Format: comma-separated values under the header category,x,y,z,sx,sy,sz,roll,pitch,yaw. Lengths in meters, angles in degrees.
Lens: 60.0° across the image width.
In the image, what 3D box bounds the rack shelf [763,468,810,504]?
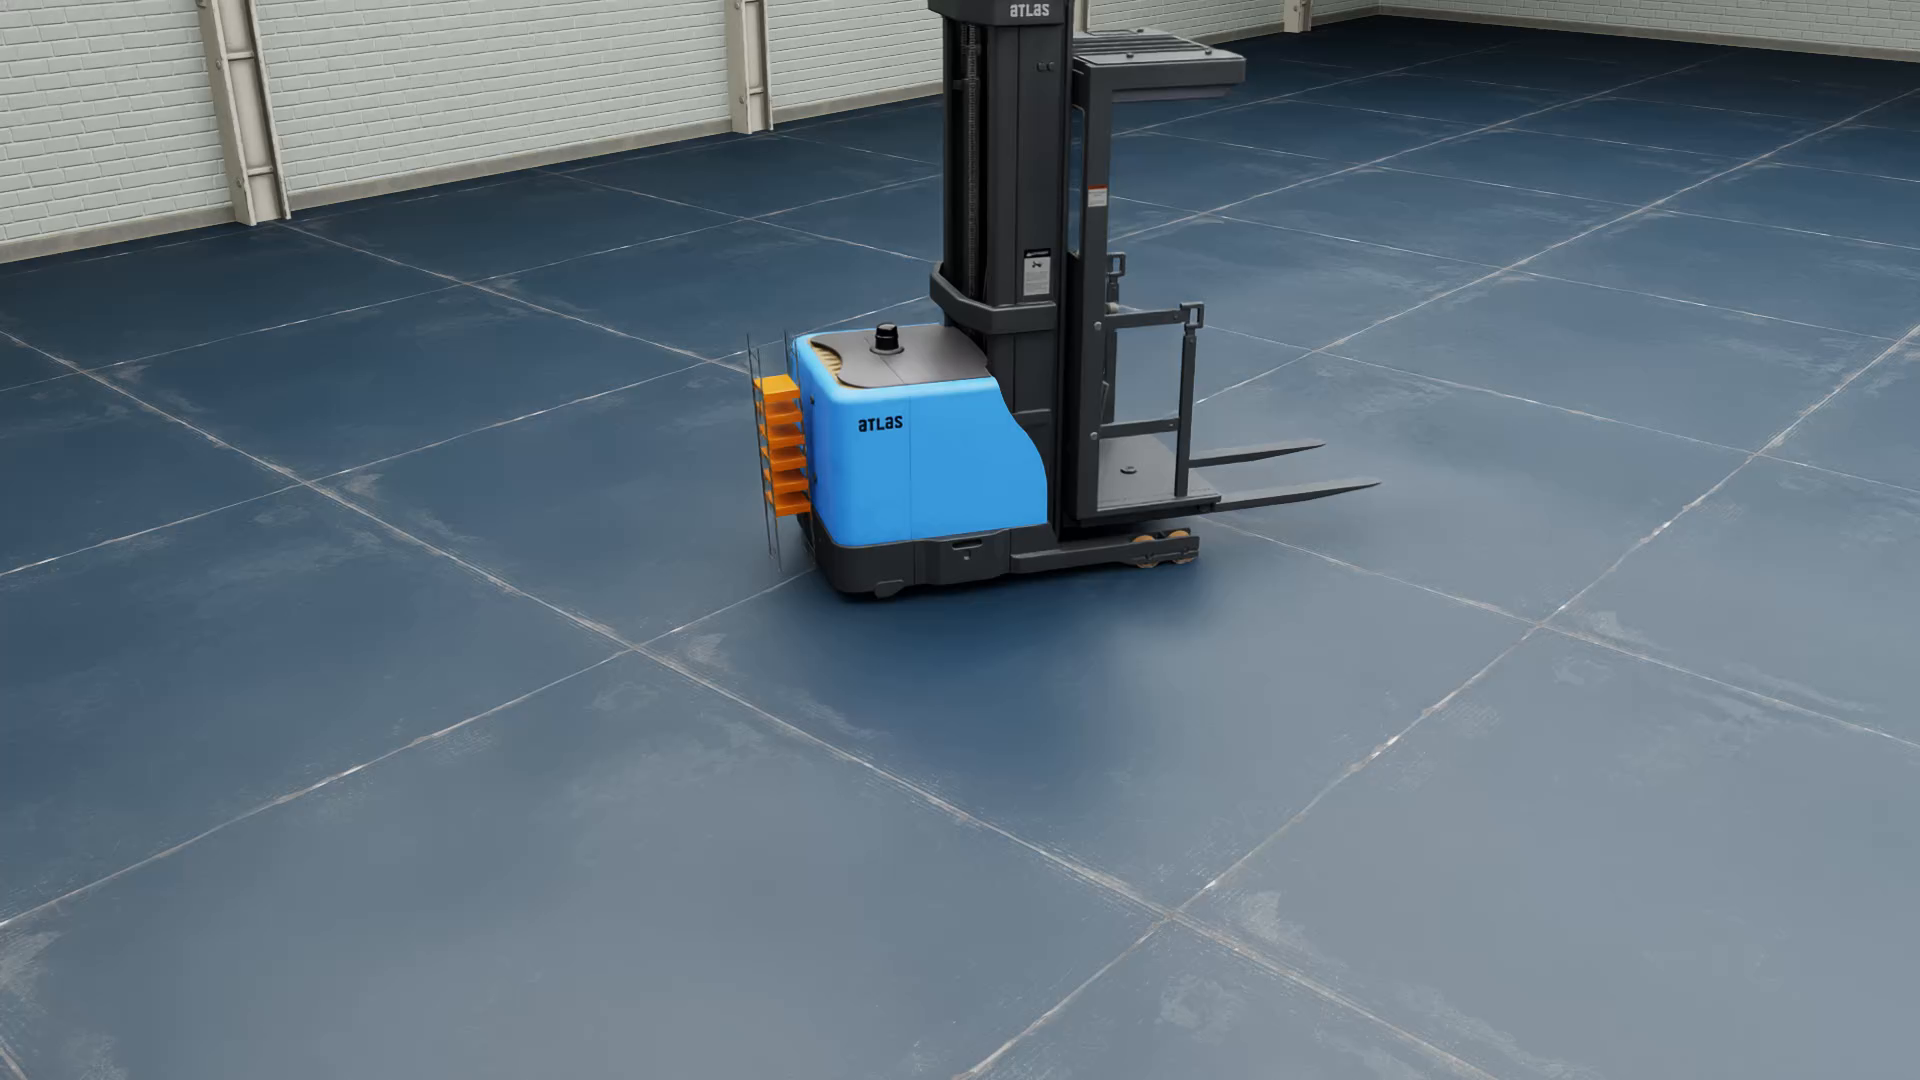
category,x,y,z,sx,sy,sz,roll,pitch,yaw
rack shelf,-0.871,-0.283,8.306,0.180,0.103,0.258,-11,26,-16

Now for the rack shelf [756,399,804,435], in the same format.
category,x,y,z,sx,sy,sz,roll,pitch,yaw
rack shelf,-0.888,-0.609,8.154,0.180,0.103,0.258,-11,26,-16

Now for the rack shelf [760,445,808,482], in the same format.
category,x,y,z,sx,sy,sz,roll,pitch,yaw
rack shelf,-0.877,-0.392,8.255,0.180,0.103,0.258,-11,26,-16

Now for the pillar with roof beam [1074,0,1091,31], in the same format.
category,x,y,z,sx,sy,sz,roll,pitch,yaw
pillar with roof beam,4.782,-9.547,19.044,9.100,9.000,0.400,20,31,38

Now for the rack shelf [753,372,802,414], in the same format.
category,x,y,z,sx,sy,sz,roll,pitch,yaw
rack shelf,-0.893,-0.717,8.103,0.180,0.103,0.258,-11,26,-16

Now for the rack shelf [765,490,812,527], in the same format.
category,x,y,z,sx,sy,sz,roll,pitch,yaw
rack shelf,-0.866,-0.174,8.357,0.180,0.103,0.258,-11,26,-16

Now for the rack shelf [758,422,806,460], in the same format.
category,x,y,z,sx,sy,sz,roll,pitch,yaw
rack shelf,-0.882,-0.500,8.204,0.180,0.103,0.258,-11,26,-16

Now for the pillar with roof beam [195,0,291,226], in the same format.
category,x,y,z,sx,sy,sz,roll,pitch,yaw
pillar with roof beam,-3.227,-5.891,10.890,9.100,9.000,0.400,20,31,38

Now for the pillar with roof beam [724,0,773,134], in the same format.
category,x,y,z,sx,sy,sz,roll,pitch,yaw
pillar with roof beam,0.778,-7.719,14.967,9.100,9.000,0.400,20,31,38

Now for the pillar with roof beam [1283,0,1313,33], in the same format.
category,x,y,z,sx,sy,sz,roll,pitch,yaw
pillar with roof beam,8.787,-11.375,23.121,9.100,9.000,0.400,20,31,38

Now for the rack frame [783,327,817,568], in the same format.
category,x,y,z,sx,sy,sz,roll,pitch,yaw
rack frame,-0.792,-0.448,8.262,0.006,1.200,0.240,-11,26,-16

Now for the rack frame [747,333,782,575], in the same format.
category,x,y,z,sx,sy,sz,roll,pitch,yaw
rack frame,-0.965,-0.415,8.211,0.006,1.200,0.240,-11,26,-16

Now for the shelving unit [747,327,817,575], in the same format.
category,x,y,z,sx,sy,sz,roll,pitch,yaw
shelving unit,-0.879,-0.432,8.236,0.189,1.200,0.258,-11,26,-16

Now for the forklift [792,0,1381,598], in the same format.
category,x,y,z,sx,sy,sz,roll,pitch,yaw
forklift,0.711,-1.391,8.271,3.031,2.935,1.130,-7,25,-15
